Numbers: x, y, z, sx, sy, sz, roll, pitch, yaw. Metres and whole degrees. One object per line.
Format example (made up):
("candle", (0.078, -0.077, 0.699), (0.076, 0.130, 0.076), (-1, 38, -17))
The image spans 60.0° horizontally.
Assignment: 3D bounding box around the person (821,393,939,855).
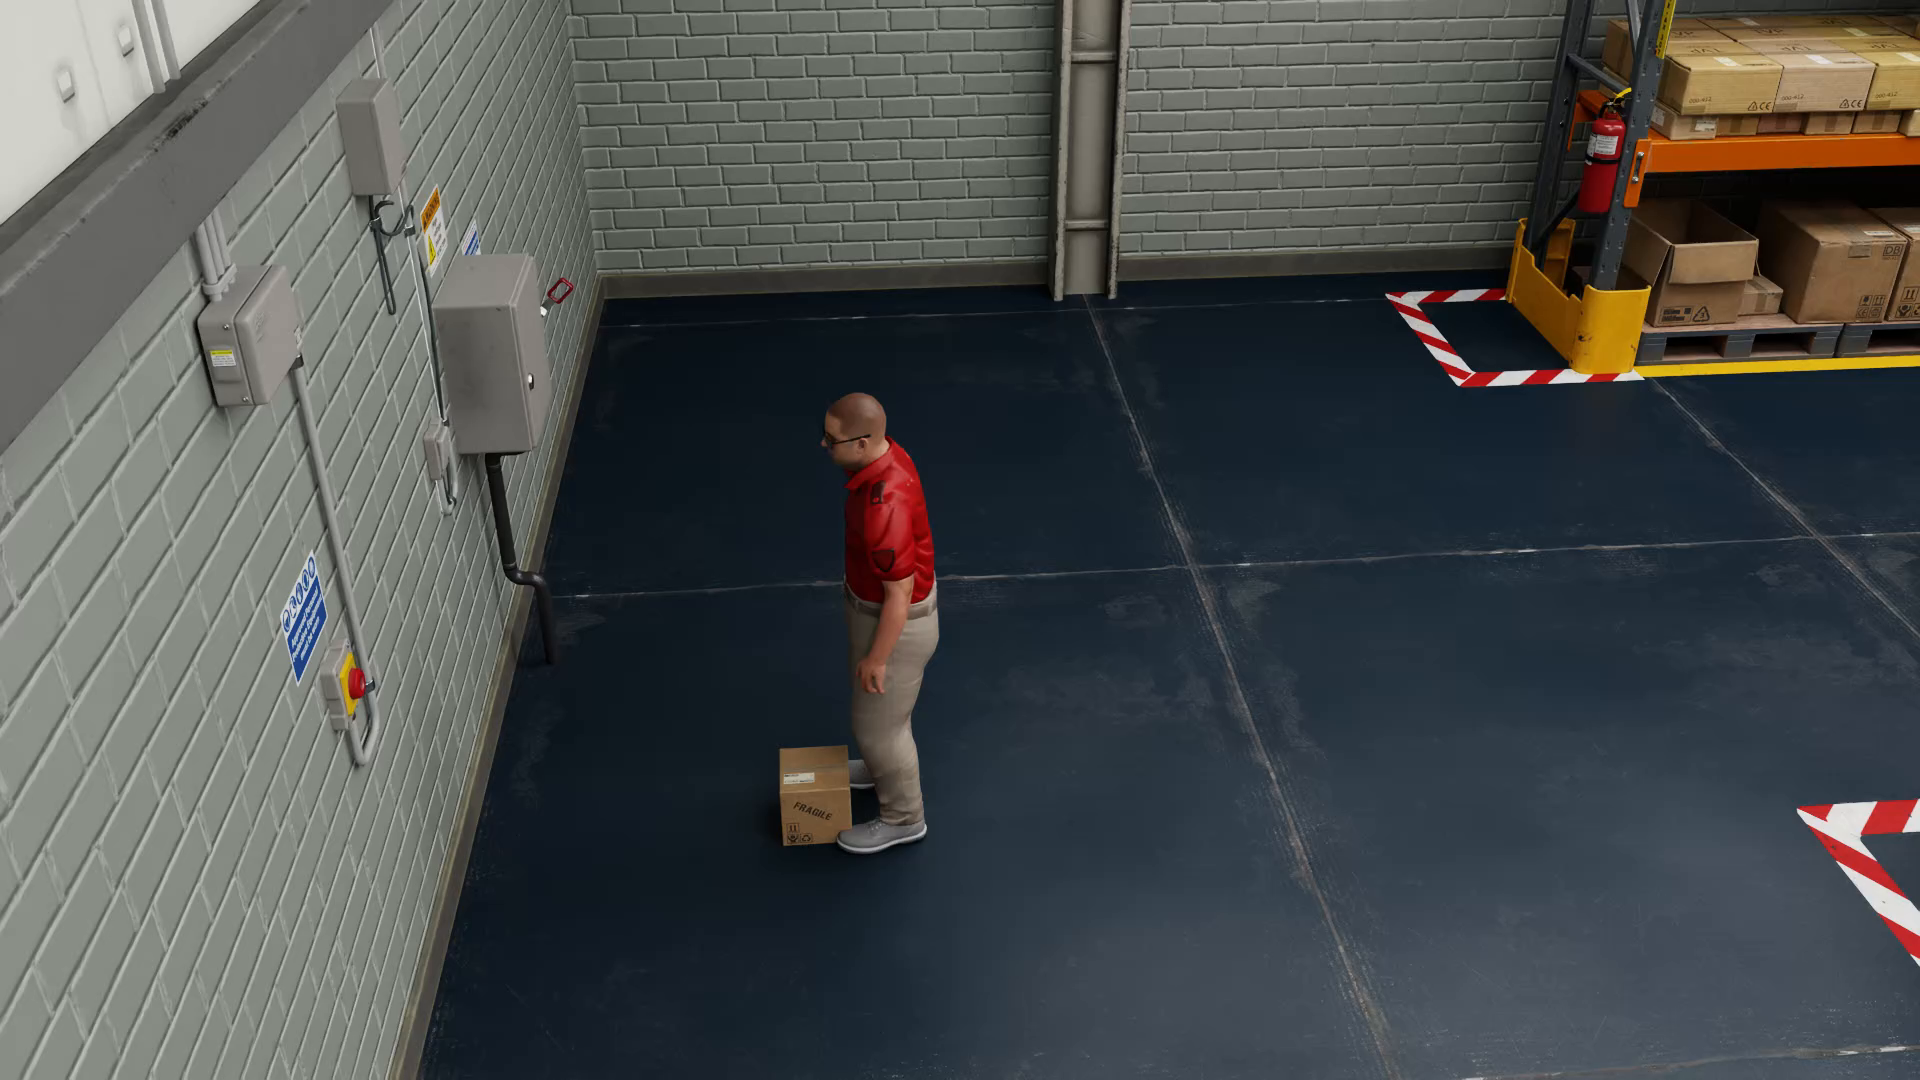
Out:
("person", (-0.274, 0.274, 5.689), (0.394, 1.727, 0.587), (-3, 31, -4))
